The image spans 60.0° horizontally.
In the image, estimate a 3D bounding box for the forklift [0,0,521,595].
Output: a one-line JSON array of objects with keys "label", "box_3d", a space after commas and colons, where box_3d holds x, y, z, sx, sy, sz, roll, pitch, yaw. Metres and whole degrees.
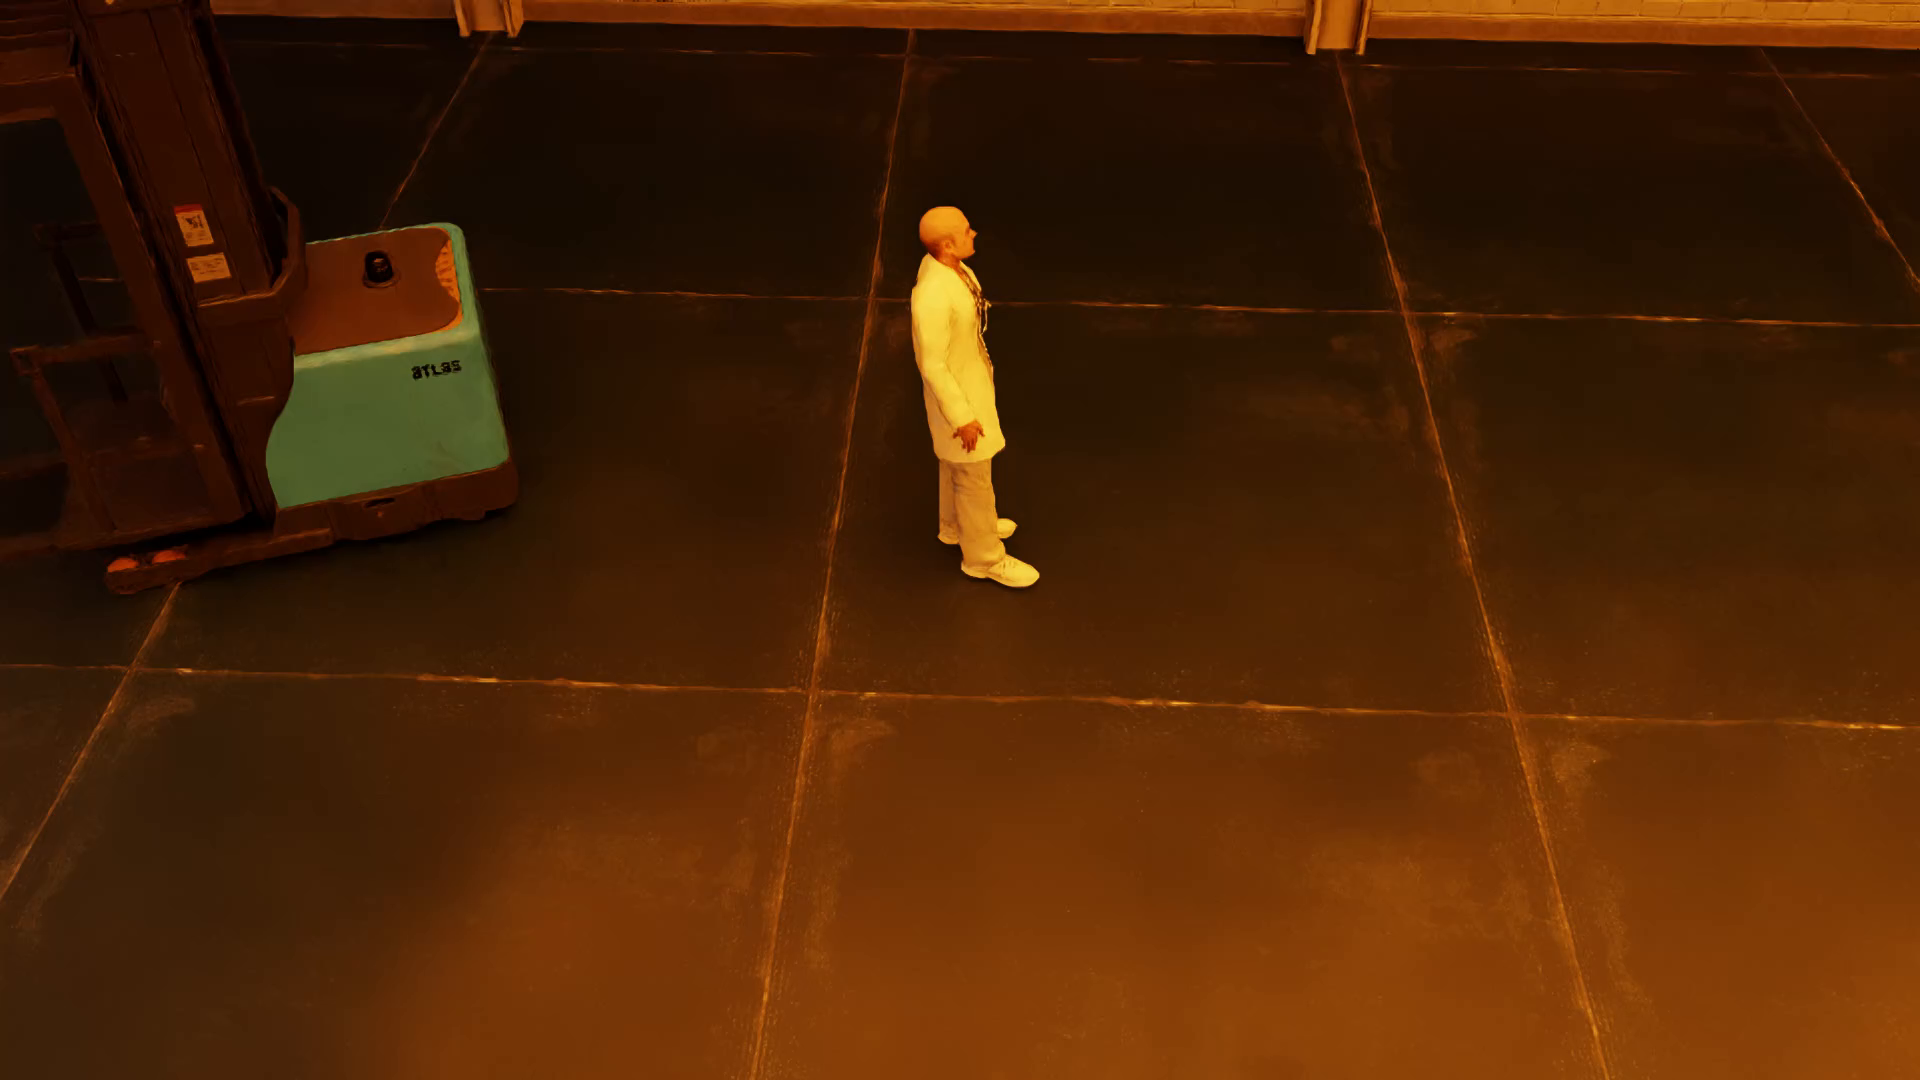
[{"label": "forklift", "box_3d": [-3.702, -1.234, 7.094, 3.031, 2.935, 1.130, -12, 44, -13]}]

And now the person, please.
[{"label": "person", "box_3d": [0.091, -0.656, 7.306, 0.579, 1.776, 0.694, 2, 42, 2]}]
